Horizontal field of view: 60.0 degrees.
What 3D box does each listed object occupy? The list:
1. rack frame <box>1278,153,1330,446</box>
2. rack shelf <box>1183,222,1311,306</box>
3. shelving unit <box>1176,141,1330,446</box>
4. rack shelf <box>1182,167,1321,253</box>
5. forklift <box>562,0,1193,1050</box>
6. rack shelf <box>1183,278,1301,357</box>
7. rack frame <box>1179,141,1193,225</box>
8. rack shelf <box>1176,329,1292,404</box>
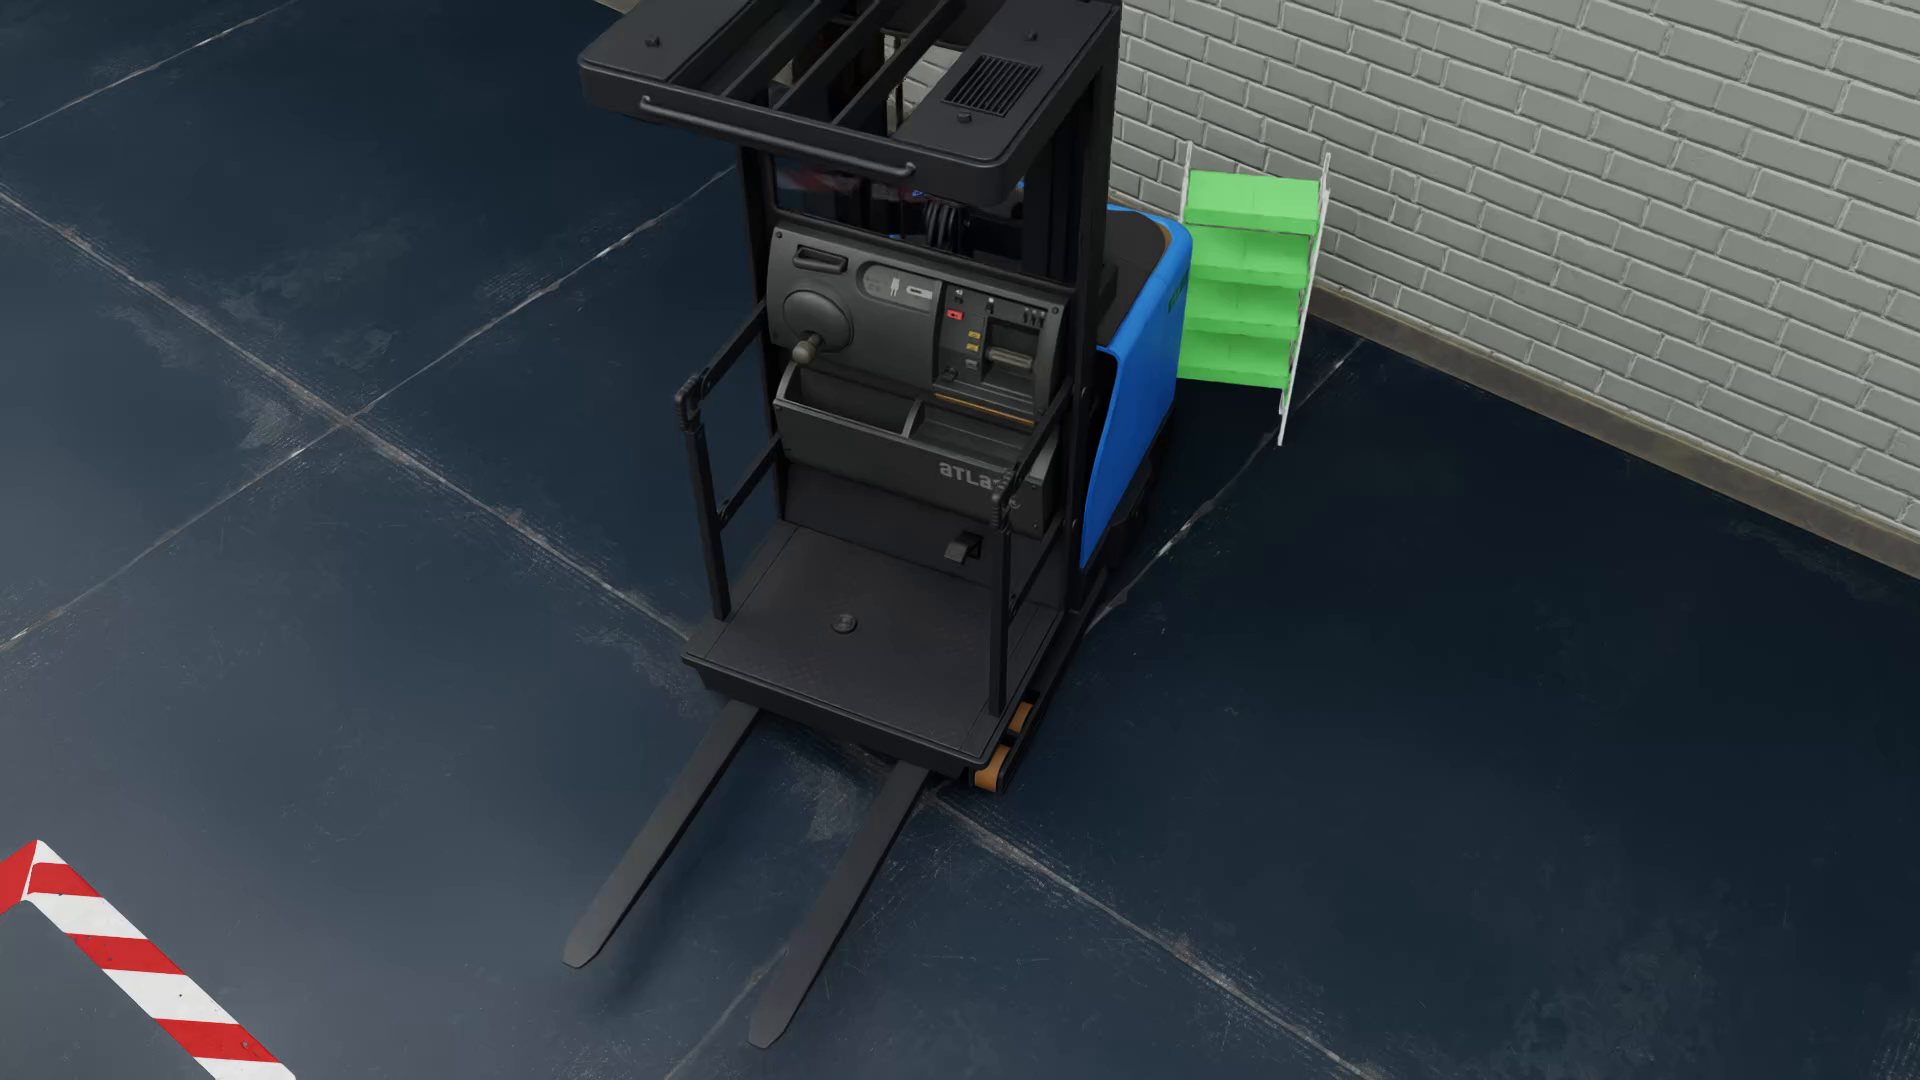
[{"bbox_3d":[1.289,-0.874,6.255,0.015,1.200,0.240,7,47,6],"label":"rack frame"},{"bbox_3d":[1.048,-1.023,6.154,0.480,0.148,0.258,7,47,6],"label":"rack shelf"},{"bbox_3d":[1.048,-0.902,6.282,0.503,1.200,0.258,7,47,6],"label":"shelving unit"},{"bbox_3d":[1.048,-1.189,5.981,0.480,0.148,0.258,7,47,6],"label":"rack shelf"},{"bbox_3d":[-0.228,-0.548,4.746,1.130,2.935,3.031,18,49,16],"label":"forklift"},{"bbox_3d":[1.048,-0.858,6.328,0.480,0.148,0.258,7,47,6],"label":"rack shelf"},{"bbox_3d":[0.807,-0.930,6.308,0.015,1.200,0.240,7,47,6],"label":"rack frame"},{"bbox_3d":[1.048,-0.692,6.501,0.480,0.148,0.258,7,47,6],"label":"rack shelf"}]
